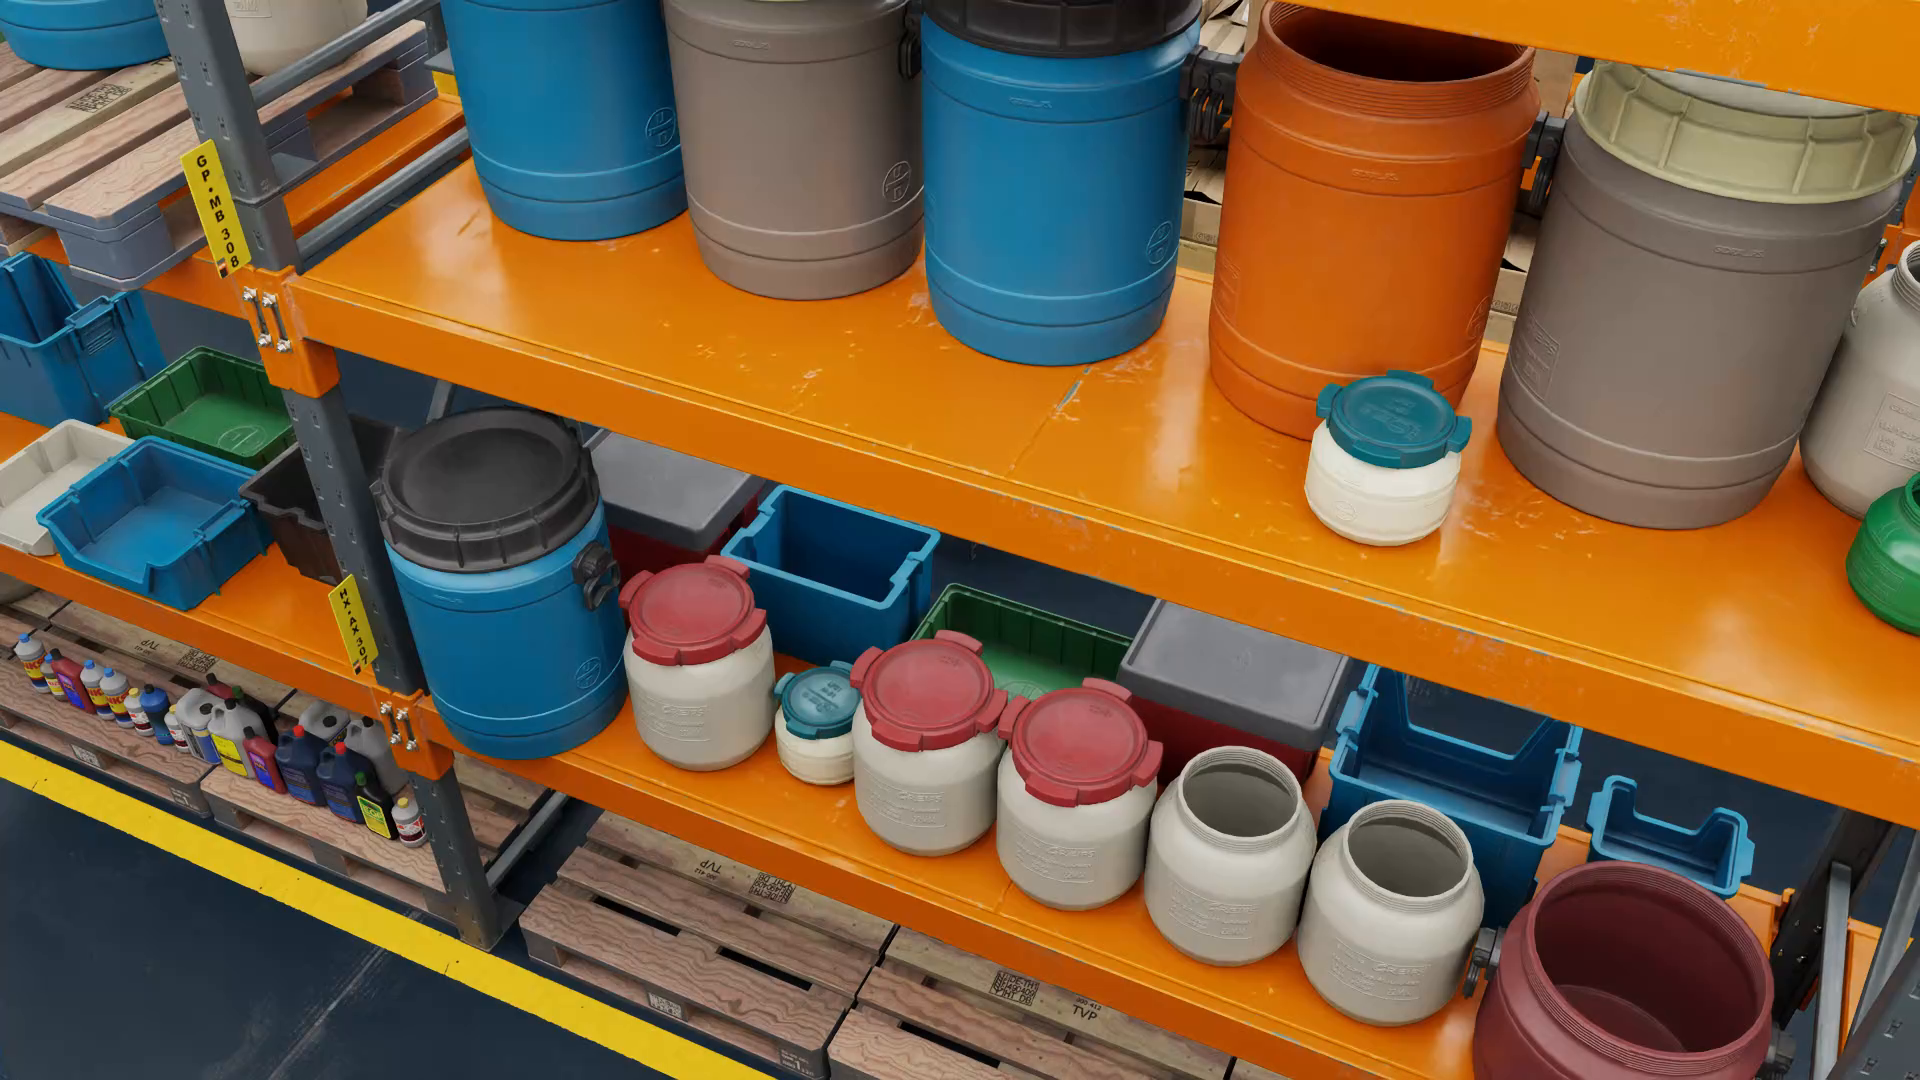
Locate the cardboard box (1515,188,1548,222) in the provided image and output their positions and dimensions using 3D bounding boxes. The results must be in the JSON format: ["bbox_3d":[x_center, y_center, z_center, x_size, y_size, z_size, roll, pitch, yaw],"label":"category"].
[{"bbox_3d":[2.908,-1.735,8.696,0.500,0.311,0.500,16,43,17],"label":"cardboard box"}]

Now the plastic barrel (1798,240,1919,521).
[{"bbox_3d":[1.950,-0.305,3.321,0.421,0.512,0.421,0,41,0],"label":"plastic barrel"}]

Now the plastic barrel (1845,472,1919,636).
[{"bbox_3d":[1.857,0.025,3.143,0.294,0.245,0.294,0,41,0],"label":"plastic barrel"}]

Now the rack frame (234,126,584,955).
[{"bbox_3d":[-1.523,0.030,5.309,0.127,3.000,1.000,17,44,19],"label":"rack frame"}]

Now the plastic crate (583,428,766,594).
[{"bbox_3d":[-0.955,-0.041,5.342,0.583,0.464,0.402,17,44,19],"label":"plastic crate"}]

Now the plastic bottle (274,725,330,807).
[{"bbox_3d":[-2.402,0.805,6.102,0.185,0.351,0.144,15,43,17],"label":"plastic bottle"}]

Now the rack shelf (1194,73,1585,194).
[{"bbox_3d":[2.387,-2.083,8.296,4.000,0.370,1.077,17,44,19],"label":"rack shelf"}]

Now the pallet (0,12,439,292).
[{"bbox_3d":[-2.218,-1.173,4.552,1.003,0.211,1.213,17,44,19],"label":"pallet"}]

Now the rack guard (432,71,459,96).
[{"bbox_3d":[-3.072,-3.078,10.804,0.348,0.500,1.175,17,44,19],"label":"rack guard"}]

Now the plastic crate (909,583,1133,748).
[{"bbox_3d":[0.175,0.425,5.015,0.662,0.188,0.450,17,44,19],"label":"plastic crate"}]

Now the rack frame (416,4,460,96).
[{"bbox_3d":[-3.050,-4.016,9.977,0.127,3.000,1.000,17,44,19],"label":"rack frame"}]

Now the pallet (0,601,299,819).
[{"bbox_3d":[-3.223,0.536,6.854,1.213,0.211,1.003,17,44,19],"label":"pallet"}]

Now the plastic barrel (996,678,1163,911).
[{"bbox_3d":[0.308,0.697,4.436,0.433,0.535,0.433,0,41,0],"label":"plastic barrel"}]

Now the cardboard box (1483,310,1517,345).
[{"bbox_3d":[2.697,-1.203,8.511,0.500,0.250,0.500,18,44,20],"label":"cardboard box"}]

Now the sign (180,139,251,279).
[{"bbox_3d":[-1.765,-0.783,3.950,0.005,0.325,0.100,17,44,19],"label":"sign"}]

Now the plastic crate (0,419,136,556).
[{"bbox_3d":[-3.101,-0.169,5.740,0.437,0.136,0.530,17,44,19],"label":"plastic crate"}]

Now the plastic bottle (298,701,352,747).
[{"bbox_3d":[-2.362,0.738,6.236,0.135,0.276,0.152,17,44,19],"label":"plastic bottle"}]

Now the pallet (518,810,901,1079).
[{"bbox_3d":[-0.795,1.279,5.998,1.213,0.211,1.003,17,44,19],"label":"pallet"}]

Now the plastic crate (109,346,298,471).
[{"bbox_3d":[-2.634,-0.433,6.005,0.662,0.188,0.450,17,44,19],"label":"plastic crate"}]

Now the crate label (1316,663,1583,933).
[{"bbox_3d":[1.316,0.689,4.522,0.616,0.435,0.502,17,44,19],"label":"crate label"}]

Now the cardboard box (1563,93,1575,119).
[{"bbox_3d":[3.020,-2.026,7.873,0.250,0.149,0.380,20,45,22],"label":"cardboard box"}]

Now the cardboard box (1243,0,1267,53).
[{"bbox_3d":[1.741,-2.578,8.242,0.500,0.500,0.500,20,45,22],"label":"cardboard box"}]

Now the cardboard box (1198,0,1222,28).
[{"bbox_3d":[1.040,-2.741,8.621,0.500,0.250,0.500,20,45,21],"label":"cardboard box"}]

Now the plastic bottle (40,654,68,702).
[{"bbox_3d":[-3.543,0.530,6.533,0.097,0.201,0.097,0,41,0],"label":"plastic bottle"}]

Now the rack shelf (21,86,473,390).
[{"bbox_3d":[-3.335,-1.385,5.201,4.000,0.370,1.077,17,44,19],"label":"rack shelf"}]

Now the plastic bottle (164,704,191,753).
[{"bbox_3d":[-2.959,0.708,6.328,0.097,0.201,0.097,0,41,0],"label":"plastic bottle"}]

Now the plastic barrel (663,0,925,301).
[{"bbox_3d":[-0.377,-1.099,3.939,0.600,0.901,0.600,0,41,0],"label":"plastic barrel"}]

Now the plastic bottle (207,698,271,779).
[{"bbox_3d":[-2.695,0.715,6.205,0.185,0.351,0.144,17,44,18],"label":"plastic bottle"}]

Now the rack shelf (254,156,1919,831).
[{"bbox_3d":[0.290,-0.277,3.923,4.000,0.370,1.077,17,44,19],"label":"rack shelf"}]

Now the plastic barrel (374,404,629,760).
[{"bbox_3d":[-1.301,0.128,4.814,0.708,0.901,0.600,17,44,19],"label":"plastic barrel"}]

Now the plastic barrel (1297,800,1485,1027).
[{"bbox_3d":[1.080,0.938,4.176,0.421,0.512,0.421,0,41,0],"label":"plastic barrel"}]

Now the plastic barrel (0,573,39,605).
[{"bbox_3d":[-4.065,-0.020,6.946,0.421,0.512,0.421,0,41,0],"label":"plastic barrel"}]

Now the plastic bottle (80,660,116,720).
[{"bbox_3d":[-3.326,0.569,6.434,0.097,0.271,0.097,0,41,0],"label":"plastic bottle"}]

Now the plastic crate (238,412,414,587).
[{"bbox_3d":[-1.943,-0.167,5.583,0.504,0.338,0.767,17,44,19],"label":"plastic crate"}]

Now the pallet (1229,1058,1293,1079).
[{"bbox_3d":[1.416,1.954,5.218,1.213,0.211,1.003,17,44,19],"label":"pallet"}]

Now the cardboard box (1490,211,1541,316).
[{"bbox_3d":[2.691,-1.413,8.324,0.500,0.311,0.500,17,44,18],"label":"cardboard box"}]

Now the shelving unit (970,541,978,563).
[{"bbox_3d":[0.007,-0.338,7.337,0.210,0.900,0.258,17,44,19],"label":"shelving unit"}]

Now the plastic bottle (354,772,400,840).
[{"bbox_3d":[-2.098,0.953,5.982,0.133,0.283,0.061,19,44,21],"label":"plastic bottle"}]

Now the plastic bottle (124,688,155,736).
[{"bbox_3d":[-3.145,0.651,6.393,0.097,0.201,0.097,0,41,0],"label":"plastic bottle"}]

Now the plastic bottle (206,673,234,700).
[{"bbox_3d":[-2.796,0.630,6.355,0.133,0.283,0.061,17,44,19],"label":"plastic bottle"}]

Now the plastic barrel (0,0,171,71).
[{"bbox_3d":[-2.380,-1.790,4.416,0.708,0.901,0.600,17,44,19],"label":"plastic barrel"}]

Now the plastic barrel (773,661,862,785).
[{"bbox_3d":[-0.388,0.540,4.826,0.301,0.262,0.301,0,41,0],"label":"plastic barrel"}]

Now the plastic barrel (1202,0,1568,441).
[{"bbox_3d":[0.857,-0.695,3.527,0.708,0.830,0.600,17,44,19],"label":"plastic barrel"}]
